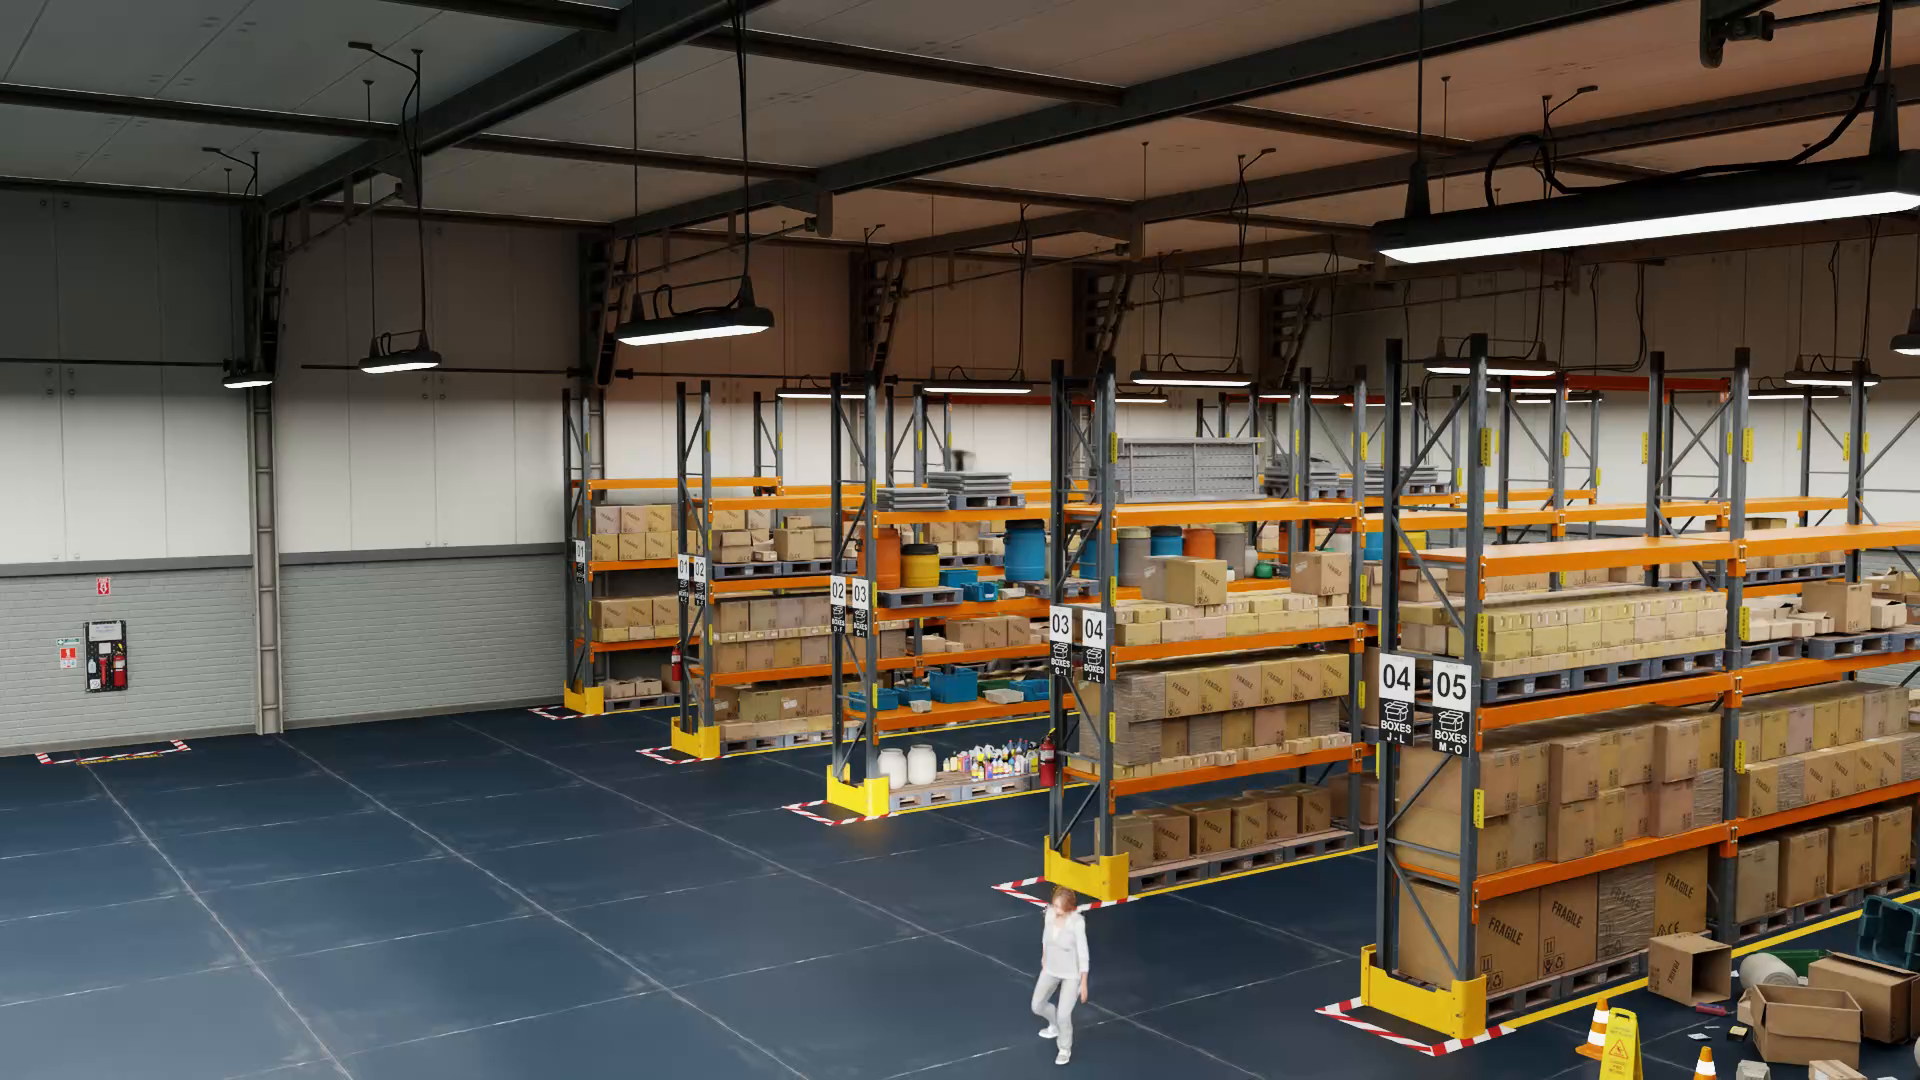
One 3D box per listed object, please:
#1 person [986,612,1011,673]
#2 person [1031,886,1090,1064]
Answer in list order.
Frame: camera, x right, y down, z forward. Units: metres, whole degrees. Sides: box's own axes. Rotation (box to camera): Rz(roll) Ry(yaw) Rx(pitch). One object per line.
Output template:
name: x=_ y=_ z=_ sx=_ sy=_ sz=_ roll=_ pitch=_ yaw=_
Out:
person: x=0.801 y=2.259 z=32.383 sx=0.728 sy=1.743 sz=0.572 roll=-3 pitch=5 yaw=-37
person: x=0.849 y=3.530 z=13.607 sx=0.675 sy=1.507 sz=0.606 roll=3 pitch=4 yaw=35
